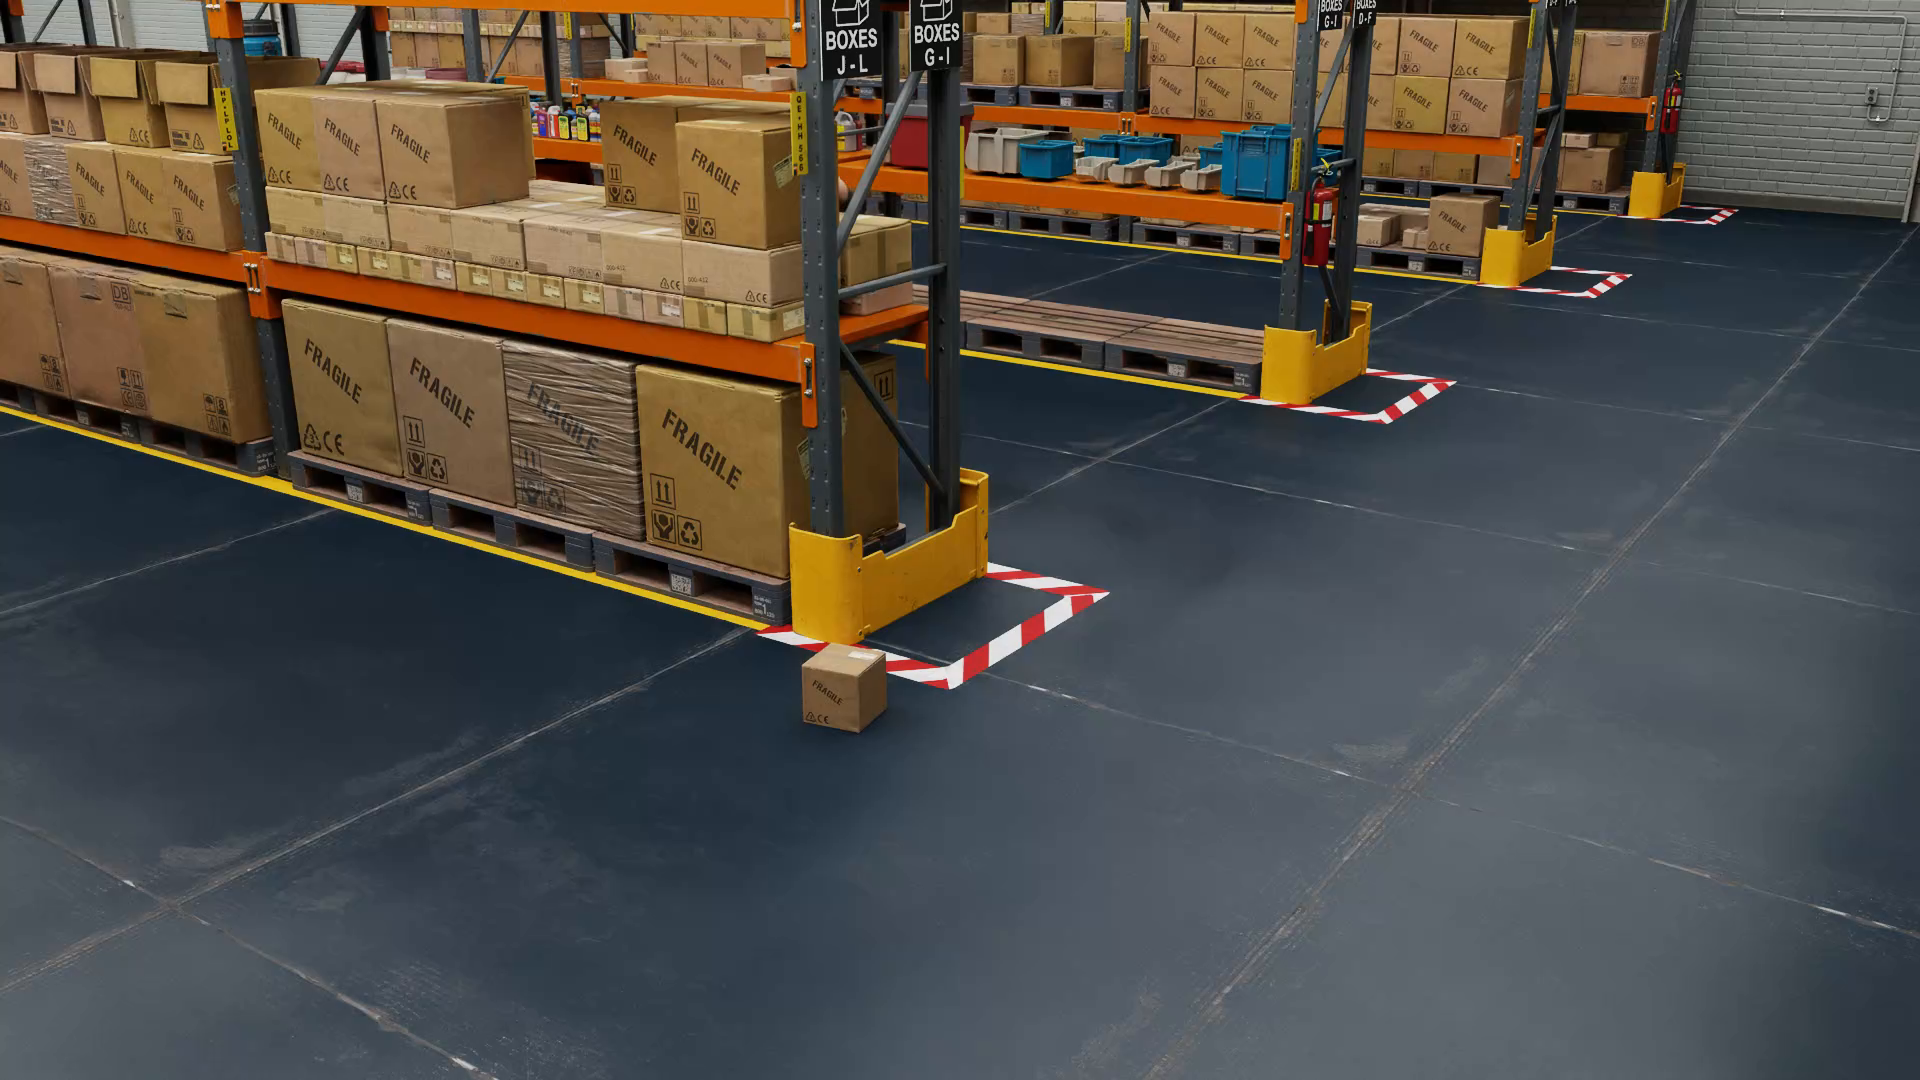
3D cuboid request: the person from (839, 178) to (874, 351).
[{"bbox_3d":[-0.814,-1.270,9.679,1.051,1.674,0.548,12,23,31],"label":"person"}]
